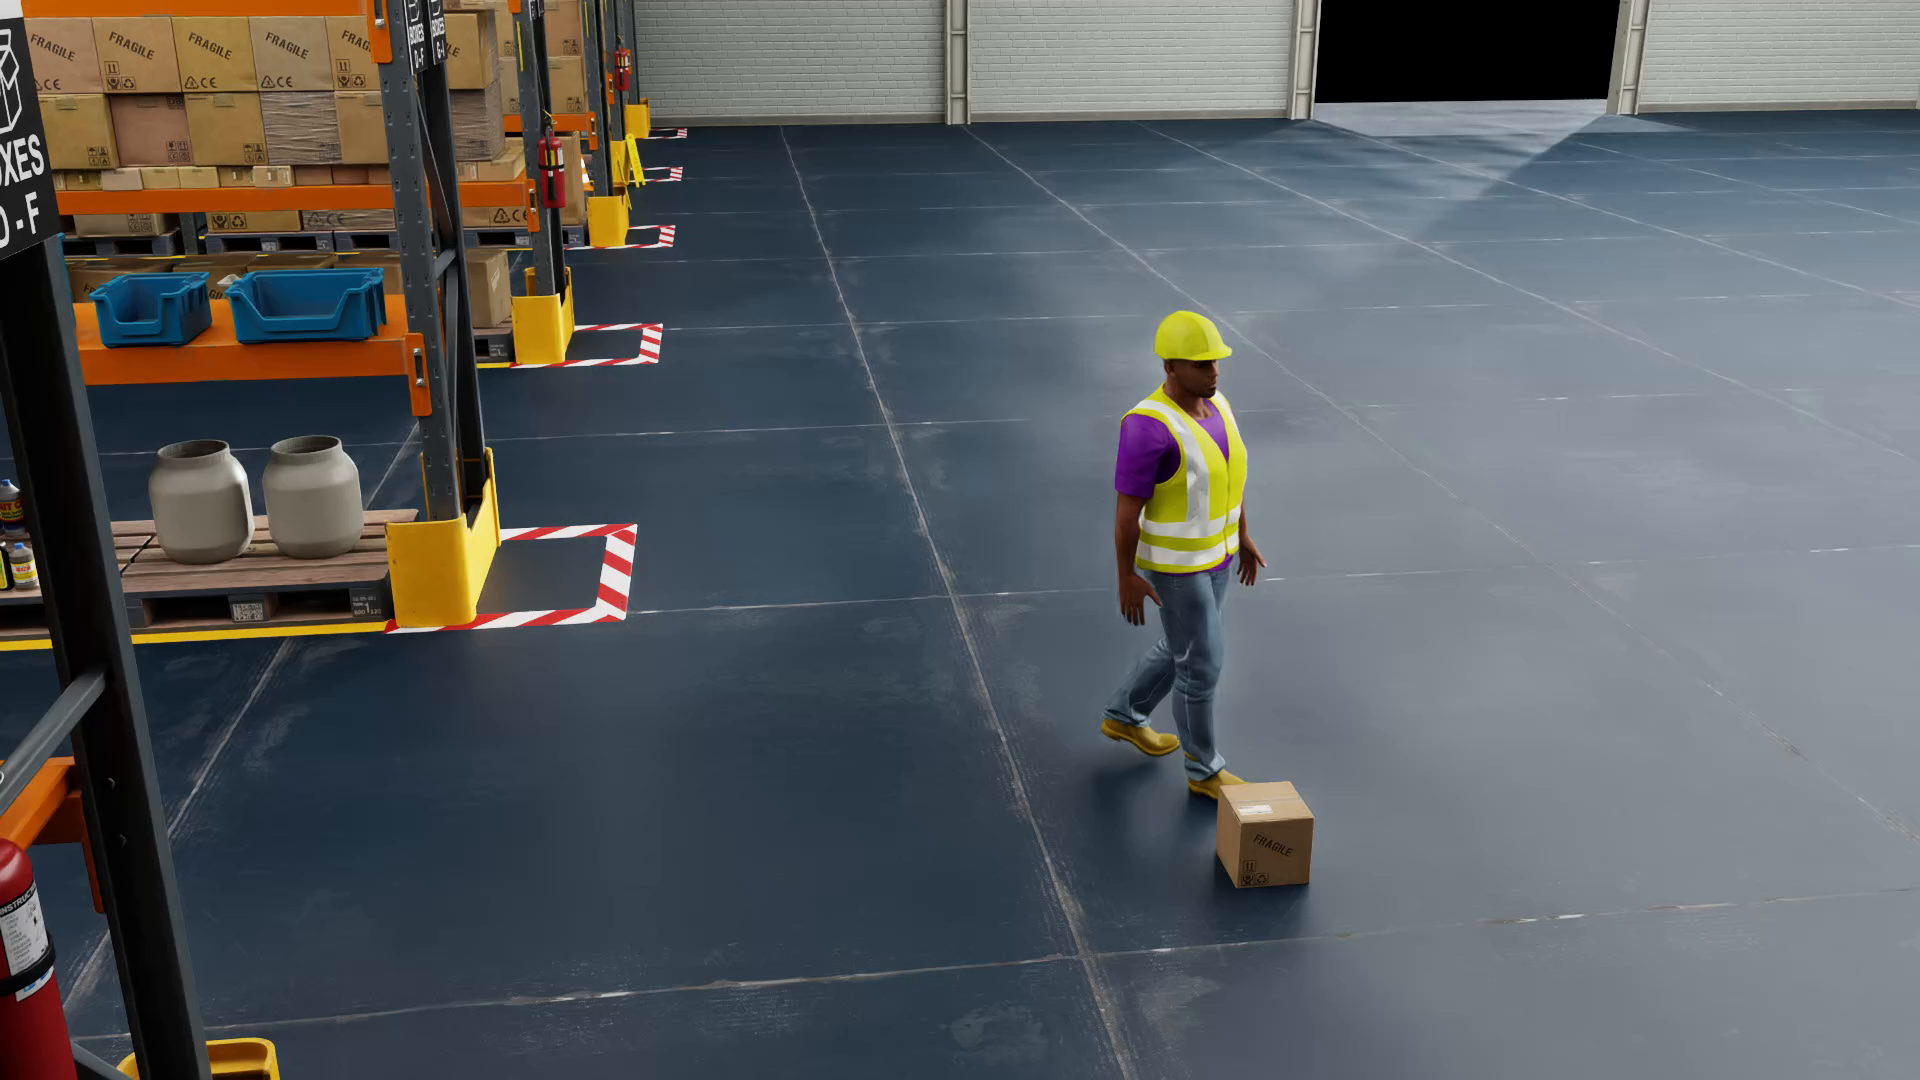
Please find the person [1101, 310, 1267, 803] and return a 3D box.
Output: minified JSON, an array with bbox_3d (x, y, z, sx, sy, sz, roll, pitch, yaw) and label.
[{"bbox_3d":[0.805,0.064,5.853,0.707,1.767,0.608,13,23,31],"label":"person"}]
